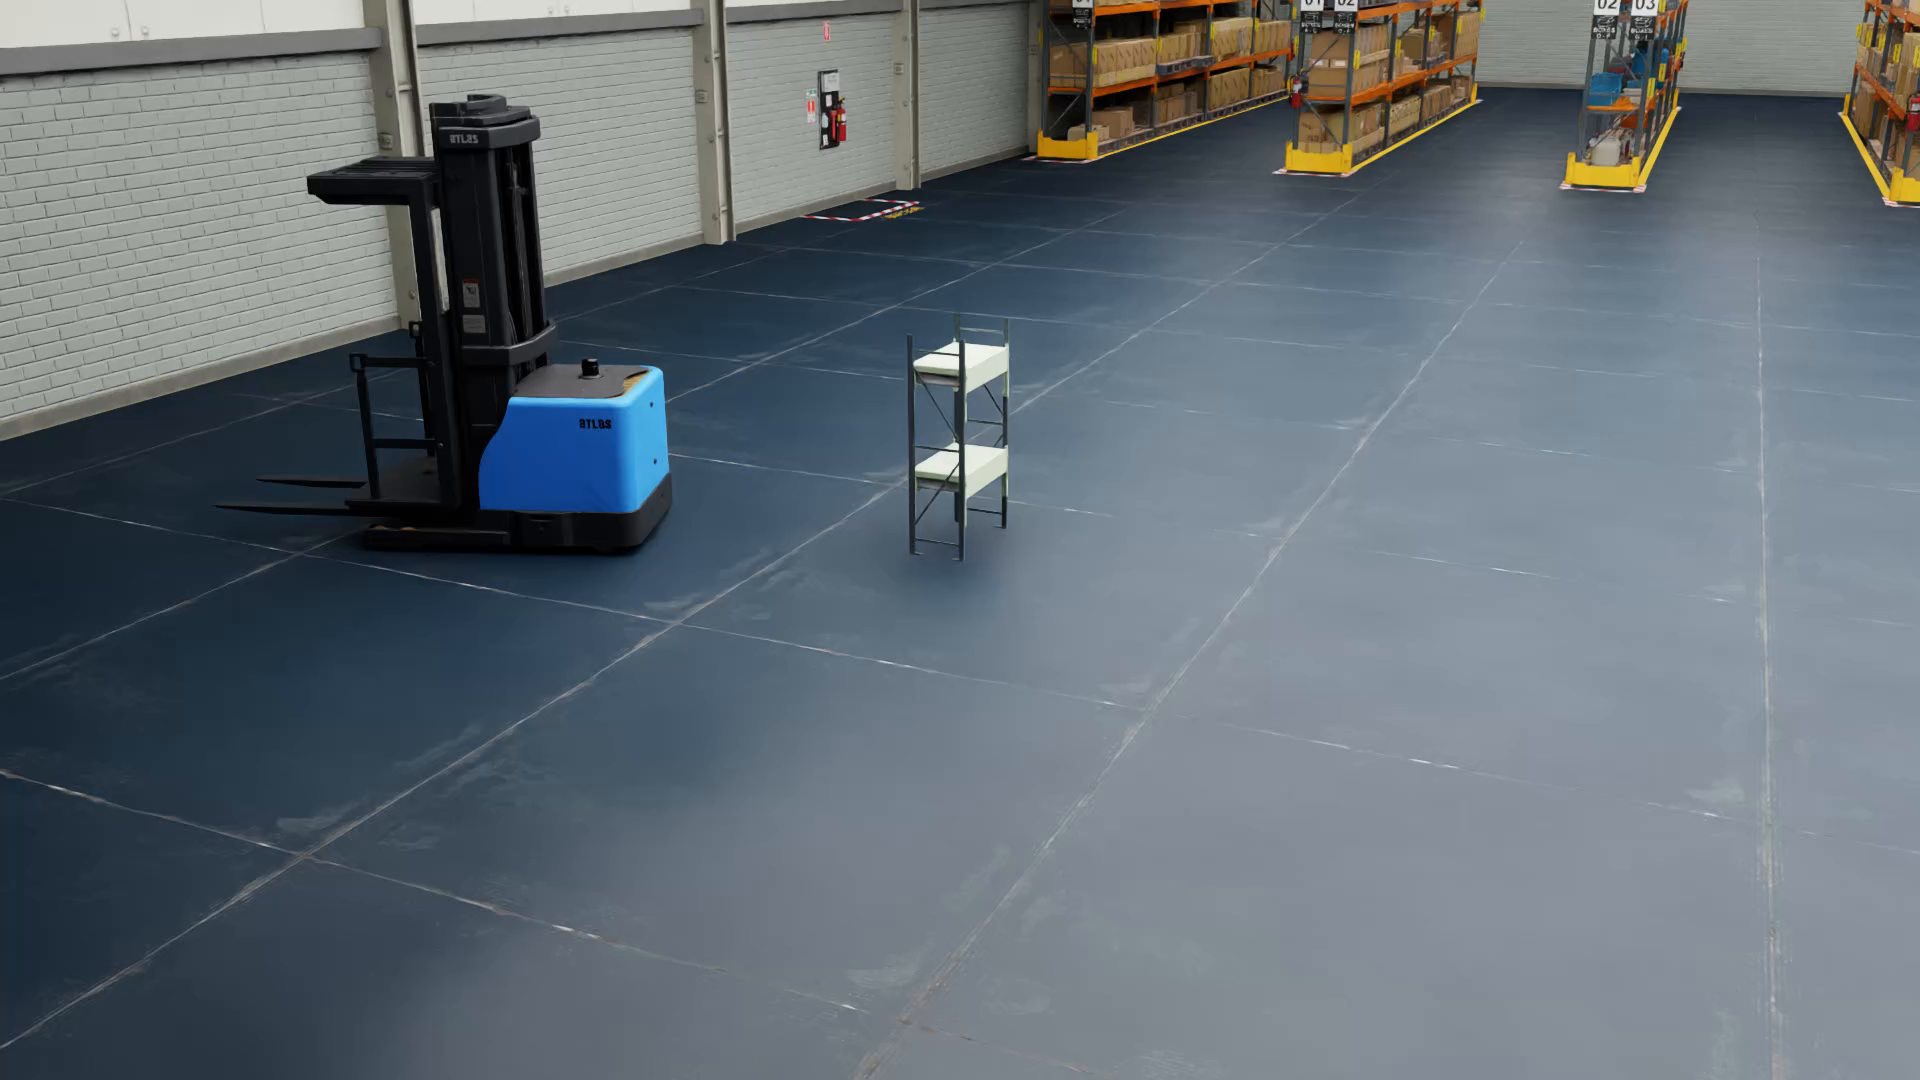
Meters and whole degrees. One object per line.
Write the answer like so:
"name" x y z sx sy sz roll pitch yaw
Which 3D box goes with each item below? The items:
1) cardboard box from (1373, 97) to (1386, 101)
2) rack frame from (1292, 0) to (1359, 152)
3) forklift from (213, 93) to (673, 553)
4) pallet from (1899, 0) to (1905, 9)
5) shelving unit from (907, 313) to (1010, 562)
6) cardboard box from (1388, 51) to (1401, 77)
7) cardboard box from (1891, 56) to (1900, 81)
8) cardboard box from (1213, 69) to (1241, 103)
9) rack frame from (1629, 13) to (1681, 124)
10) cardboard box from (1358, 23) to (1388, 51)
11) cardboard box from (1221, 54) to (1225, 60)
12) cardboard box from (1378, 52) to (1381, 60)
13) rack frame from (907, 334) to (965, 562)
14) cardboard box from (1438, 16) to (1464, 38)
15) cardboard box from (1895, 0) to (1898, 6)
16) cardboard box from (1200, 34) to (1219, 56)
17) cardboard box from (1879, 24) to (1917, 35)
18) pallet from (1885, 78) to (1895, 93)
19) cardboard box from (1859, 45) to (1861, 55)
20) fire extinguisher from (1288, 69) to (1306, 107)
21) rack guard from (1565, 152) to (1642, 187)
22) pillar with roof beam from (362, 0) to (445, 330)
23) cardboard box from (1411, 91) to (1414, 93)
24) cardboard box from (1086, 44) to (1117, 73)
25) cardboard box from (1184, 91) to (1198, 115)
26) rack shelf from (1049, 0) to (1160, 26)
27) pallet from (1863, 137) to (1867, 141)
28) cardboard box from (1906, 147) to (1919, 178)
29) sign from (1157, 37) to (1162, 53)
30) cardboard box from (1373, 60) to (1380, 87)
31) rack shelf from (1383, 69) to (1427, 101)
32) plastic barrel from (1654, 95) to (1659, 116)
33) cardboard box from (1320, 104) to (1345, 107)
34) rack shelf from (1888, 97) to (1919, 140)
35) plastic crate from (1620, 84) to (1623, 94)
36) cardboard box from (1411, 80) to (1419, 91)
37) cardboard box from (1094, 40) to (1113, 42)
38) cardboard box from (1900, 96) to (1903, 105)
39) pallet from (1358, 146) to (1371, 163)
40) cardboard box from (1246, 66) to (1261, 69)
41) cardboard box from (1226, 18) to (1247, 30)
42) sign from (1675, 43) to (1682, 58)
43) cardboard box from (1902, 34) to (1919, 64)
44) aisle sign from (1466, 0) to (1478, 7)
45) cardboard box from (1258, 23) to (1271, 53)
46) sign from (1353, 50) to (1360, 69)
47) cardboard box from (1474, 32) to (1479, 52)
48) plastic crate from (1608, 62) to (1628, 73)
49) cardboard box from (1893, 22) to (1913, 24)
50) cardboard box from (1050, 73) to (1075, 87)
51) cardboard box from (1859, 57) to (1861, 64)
"cardboard box" 9.174 -9.551 36.487 0.500 0.311 0.500 8 21 21
"rack frame" 6.588 -8.220 30.106 1.000 3.000 0.127 9 21 23
"forklift" -3.619 -1.479 11.253 3.031 2.935 1.130 2 20 4
"pallet" 18.034 -9.899 30.630 1.213 0.211 1.003 9 21 23
"shelving unit" -0.003 -0.705 11.212 0.431 1.500 0.755 9 21 23
"cardboard box" 8.976 -10.036 35.064 0.500 0.500 0.500 9 21 23
"cardboard box" 17.888 -8.871 31.157 0.797 0.503 0.637 11 22 28
"cardboard box" 6.472 -11.263 41.244 0.750 0.750 0.750 9 22 24
"rack frame" 16.019 -11.207 38.506 1.000 3.000 0.127 9 21 23
"cardboard box" 8.050 -9.965 32.926 0.700 0.500 0.500 9 21 23
"cardboard box" 6.191 -11.701 40.239 0.380 0.149 0.250 9 21 24
"cardboard box" 7.995 -9.447 32.438 0.380 0.149 0.250 9 21 23
"rack frame" -0.153 -0.593 10.897 0.400 1.500 0.023 9 21 23
"cardboard box" 11.952 -12.512 40.533 0.500 0.500 0.500 9 22 24
"cardboard box" 18.265 -10.382 31.933 0.500 0.250 0.500 9 22 24
"cardboard box" 5.776 -11.654 39.139 0.500 0.500 0.500 9 22 24
"cardboard box" 20.284 -10.851 35.858 0.797 0.503 0.637 8 21 21
"pallet" 18.127 -8.604 31.472 1.003 0.211 1.213 9 21 23
"cardboard box" 21.526 -11.551 39.251 0.500 0.250 0.500 8 21 22
"fire extinguisher" 6.116 -8.211 30.196 0.296 0.674 0.183 9 21 23
"rack guard" 11.094 -6.391 28.694 1.175 0.500 0.348 9 21 23
"pillar with roof beam" -1.879 -5.965 14.811 9.100 9.000 0.400 9 21 23
"cardboard box" 10.245 -10.171 38.666 0.500 0.500 0.500 8 21 21
"cardboard box" 2.748 -9.445 32.625 0.500 0.500 0.500 9 21 23
"cardboard box" 5.096 -10.146 38.596 0.700 0.500 0.500 9 21 23
"rack shelf" 2.886 -10.584 33.351 1.077 0.370 4.000 9 21 23
"pallet" 19.793 -8.594 35.318 1.003 0.211 1.213 9 21 23
"cardboard box" 16.109 -6.256 27.686 0.500 0.500 0.500 15 25 37
"sign" 4.203 -10.457 35.104 0.100 0.325 0.005 9 21 23
"cardboard box" 7.840 -9.191 32.687 0.700 0.500 0.500 8 21 22
"rack shelf" 9.045 -9.715 35.384 1.077 0.370 4.000 9 21 23
"plastic barrel" 15.781 -10.253 38.326 0.600 0.901 0.708 9 21 23
"cardboard box" 7.341 -8.294 32.671 0.500 0.500 0.500 9 21 23
"rack shelf" 16.443 -7.132 28.120 1.077 0.370 4.000 9 21 23
"plastic crate" 11.930 -8.286 30.607 0.450 0.188 0.662 9 21 23
"cardboard box" 10.467 -10.698 39.027 0.500 0.250 0.500 8 21 22
"cardboard box" 2.898 -9.989 34.155 0.500 0.500 0.500 9 22 24
"cardboard box" 16.410 -7.554 28.608 0.380 0.149 0.250 9 21 23
"pallet" 7.364 -7.517 32.291 1.003 0.211 1.213 9 21 23
"cardboard box" 7.879 -12.644 44.681 0.380 0.149 0.250 9 21 23
"cardboard box" 6.805 -12.784 41.197 0.500 0.250 0.500 9 21 24
"sign" 16.521 -11.262 38.246 0.100 0.325 0.005 9 21 23
"cardboard box" 16.643 -8.485 28.765 0.500 0.500 0.500 9 21 23
"aisle sign" 13.447 -14.315 43.364 0.394 0.787 0.004 9 21 23
"cardboard box" 7.522 -13.094 43.364 0.980 0.700 0.700 8 21 21
"sign" 7.092 -8.587 29.728 0.100 0.325 0.005 9 21 23
"cardboard box" 13.205 -12.984 43.352 0.500 0.500 0.500 9 22 24
"plastic crate" 12.663 -8.982 32.153 0.402 0.464 0.583 9 21 23
"cardboard box" 22.216 -11.988 39.363 0.500 0.500 0.500 9 21 23
"cardboard box" 2.082 -9.007 32.512 0.500 0.250 0.500 9 21 23
"cardboard box" 21.205 -11.176 38.792 0.380 0.149 0.250 8 21 22
